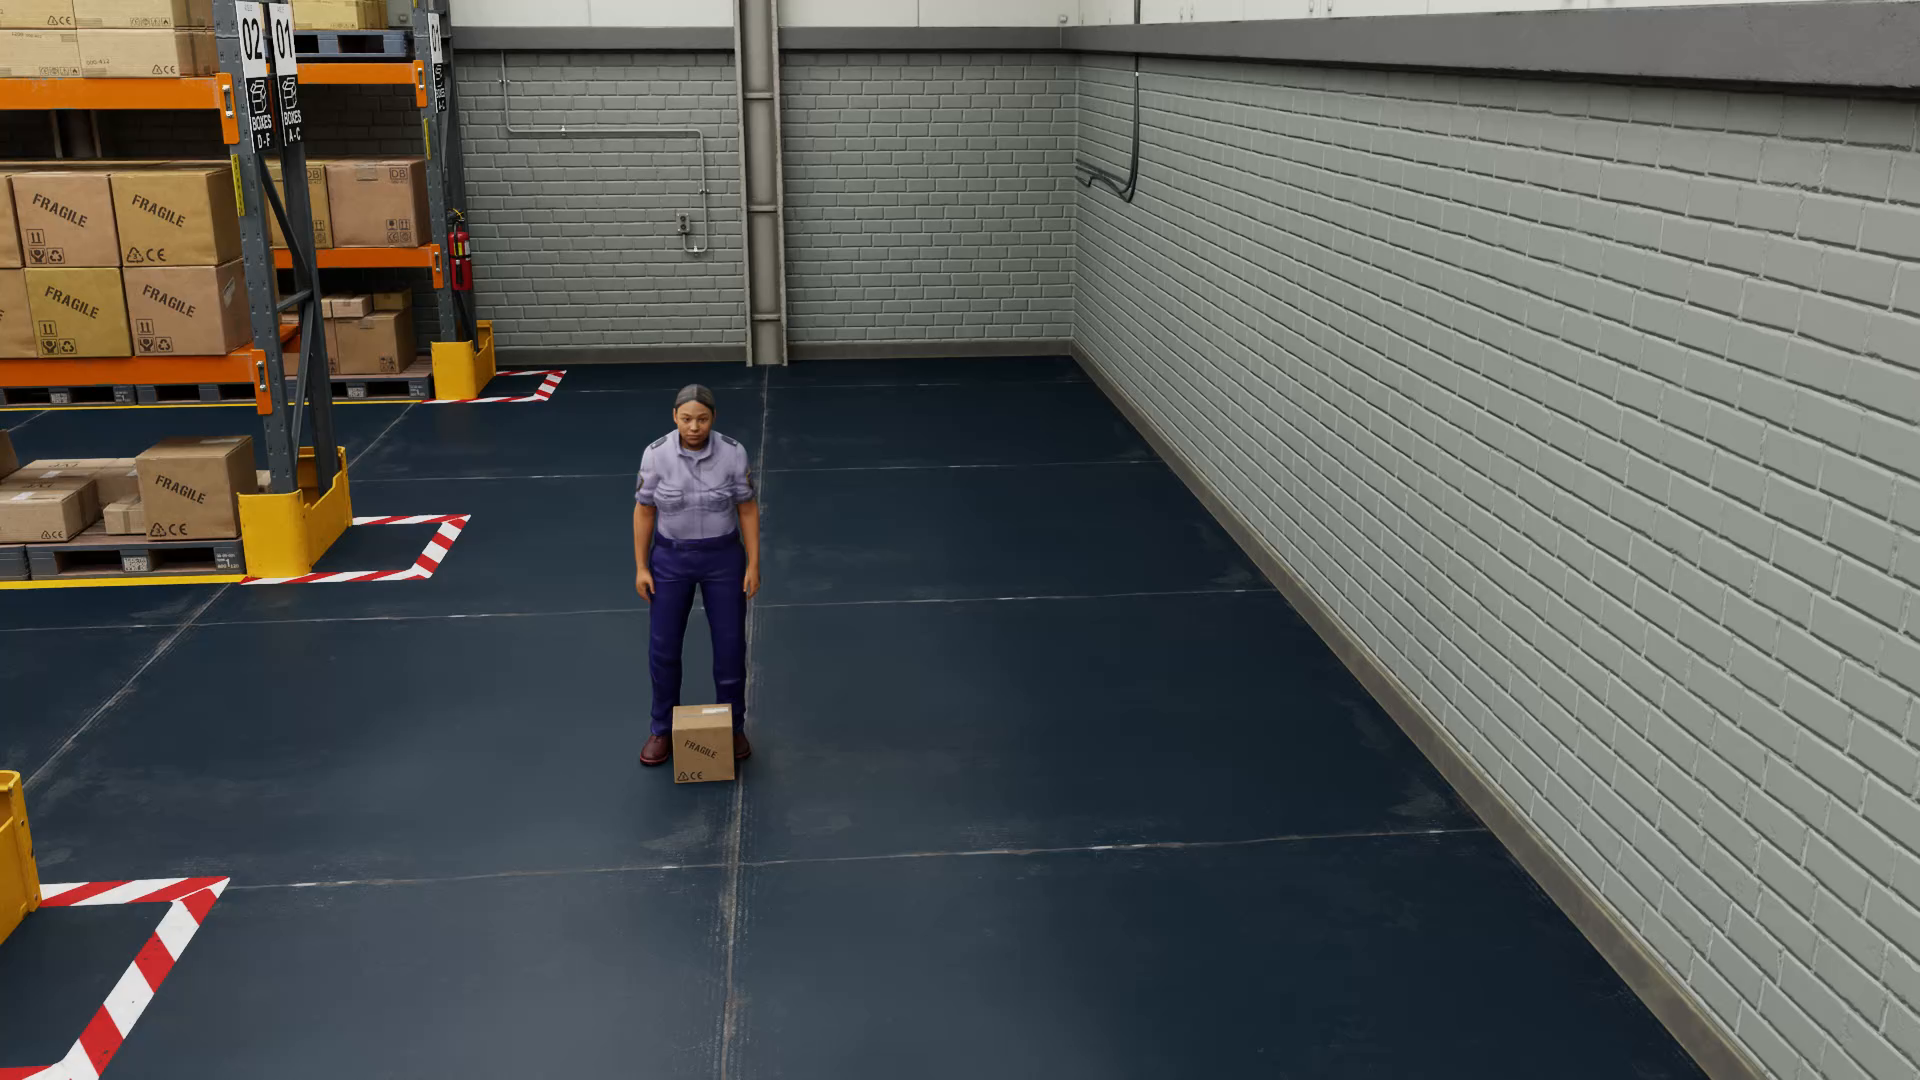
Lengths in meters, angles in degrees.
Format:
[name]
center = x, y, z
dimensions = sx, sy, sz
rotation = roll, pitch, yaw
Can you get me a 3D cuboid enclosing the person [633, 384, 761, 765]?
[person]
center = -1.129, 0.147, 7.115
dimensions = 0.555, 1.627, 0.330
rotation = -2, 17, -7
